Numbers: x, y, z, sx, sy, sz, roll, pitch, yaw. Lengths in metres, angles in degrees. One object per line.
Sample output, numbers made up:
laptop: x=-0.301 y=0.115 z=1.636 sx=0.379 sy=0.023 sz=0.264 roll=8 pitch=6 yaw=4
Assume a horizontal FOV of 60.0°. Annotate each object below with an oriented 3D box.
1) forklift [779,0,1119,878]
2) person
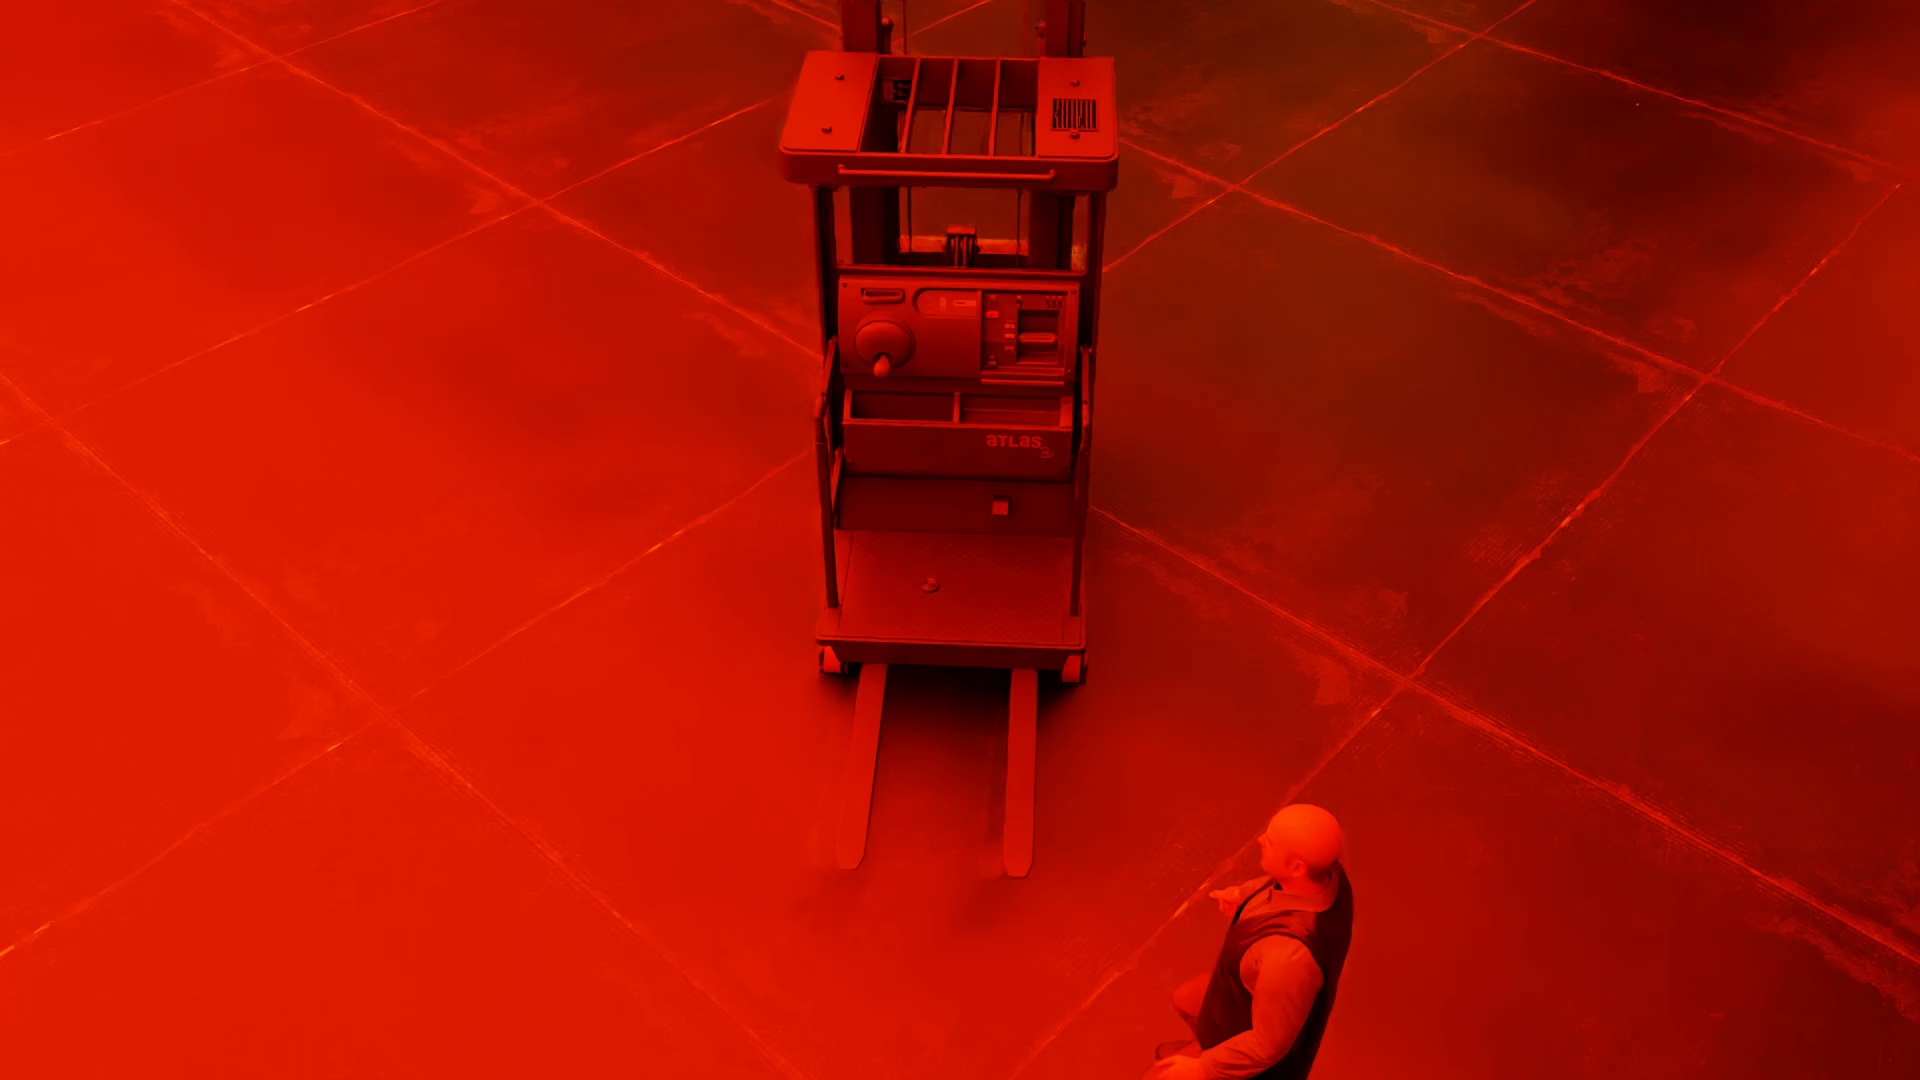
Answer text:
forklift: x=-0.016 y=-0.735 z=6.285 sx=1.130 sy=2.935 sz=3.031 roll=2 pitch=41 yaw=2
person: x=0.826 y=1.333 z=4.891 sx=0.529 sy=1.617 sz=0.805 roll=15 pitch=43 yaw=16
